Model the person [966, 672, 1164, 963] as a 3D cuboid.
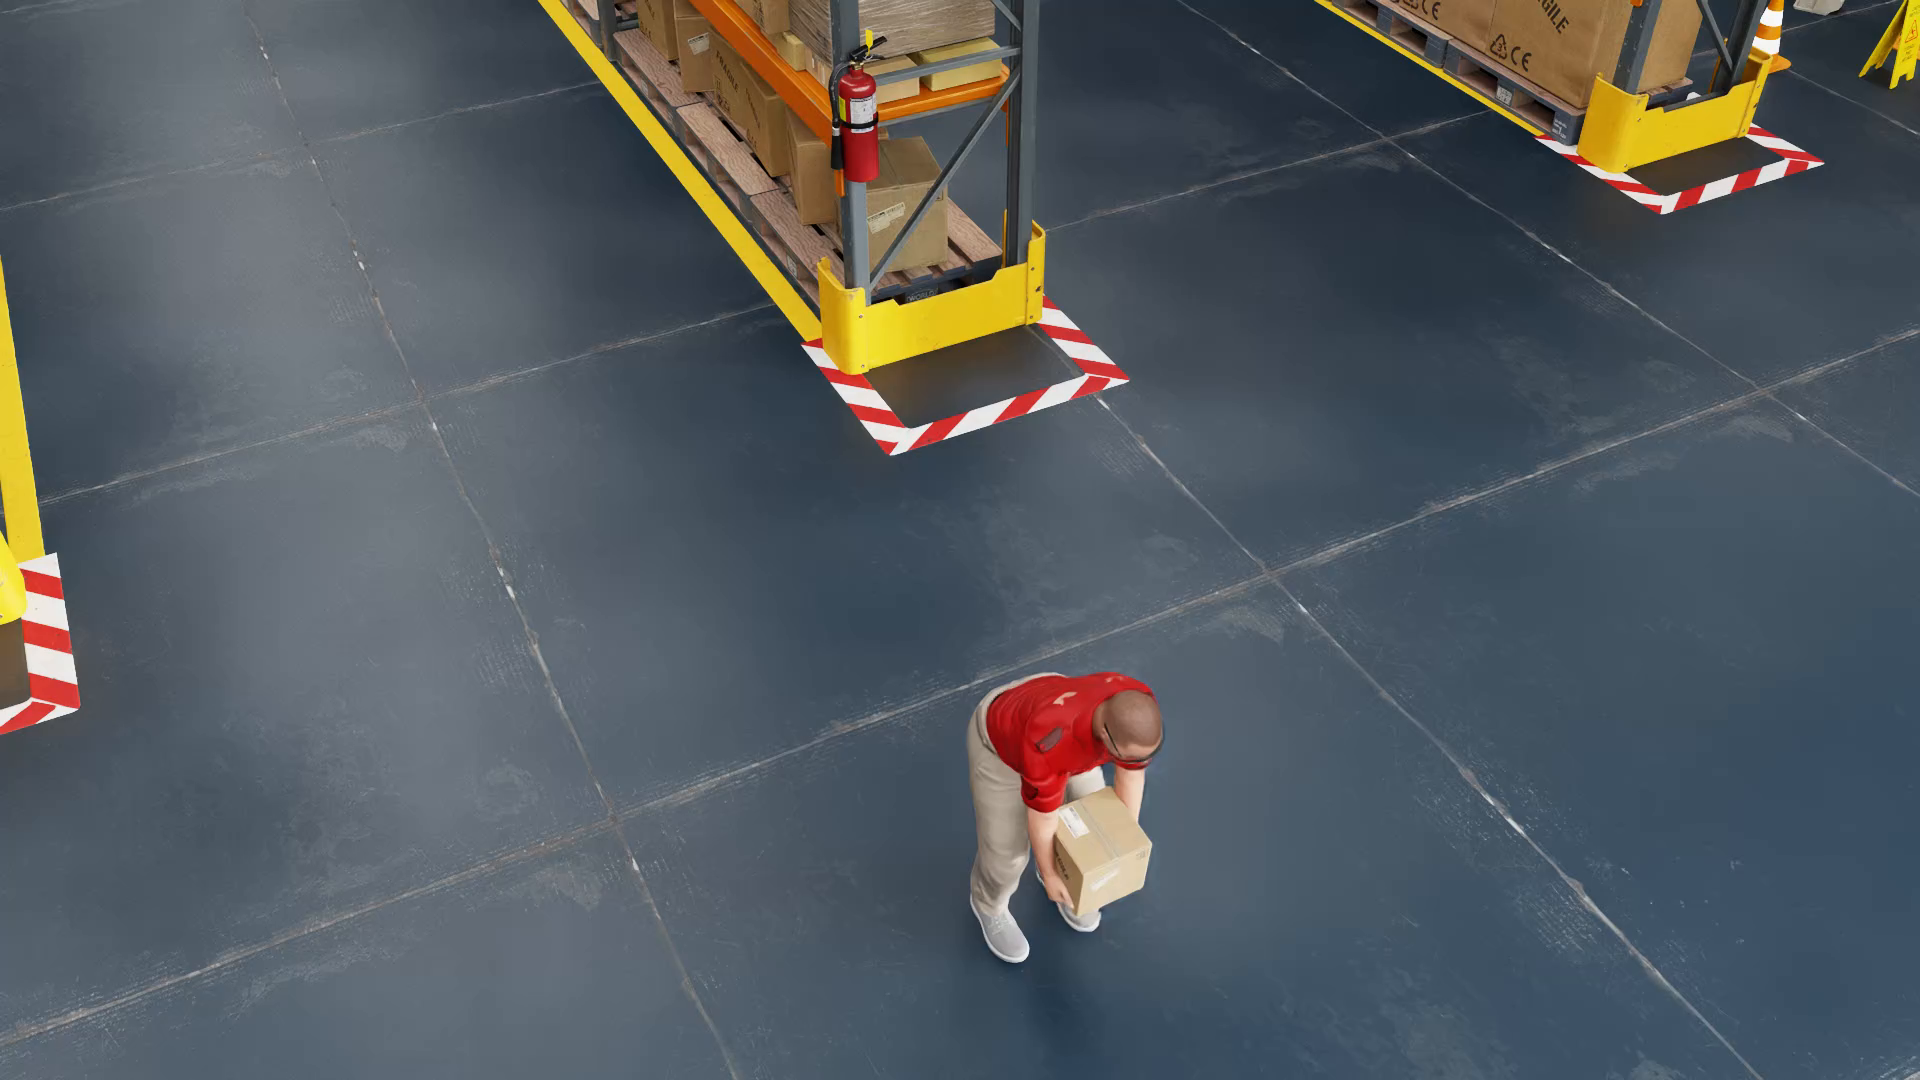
[{"bbox_3d":[0.339,0.857,5.365,0.489,1.494,0.778,-20,45,-21],"label":"person"}]
